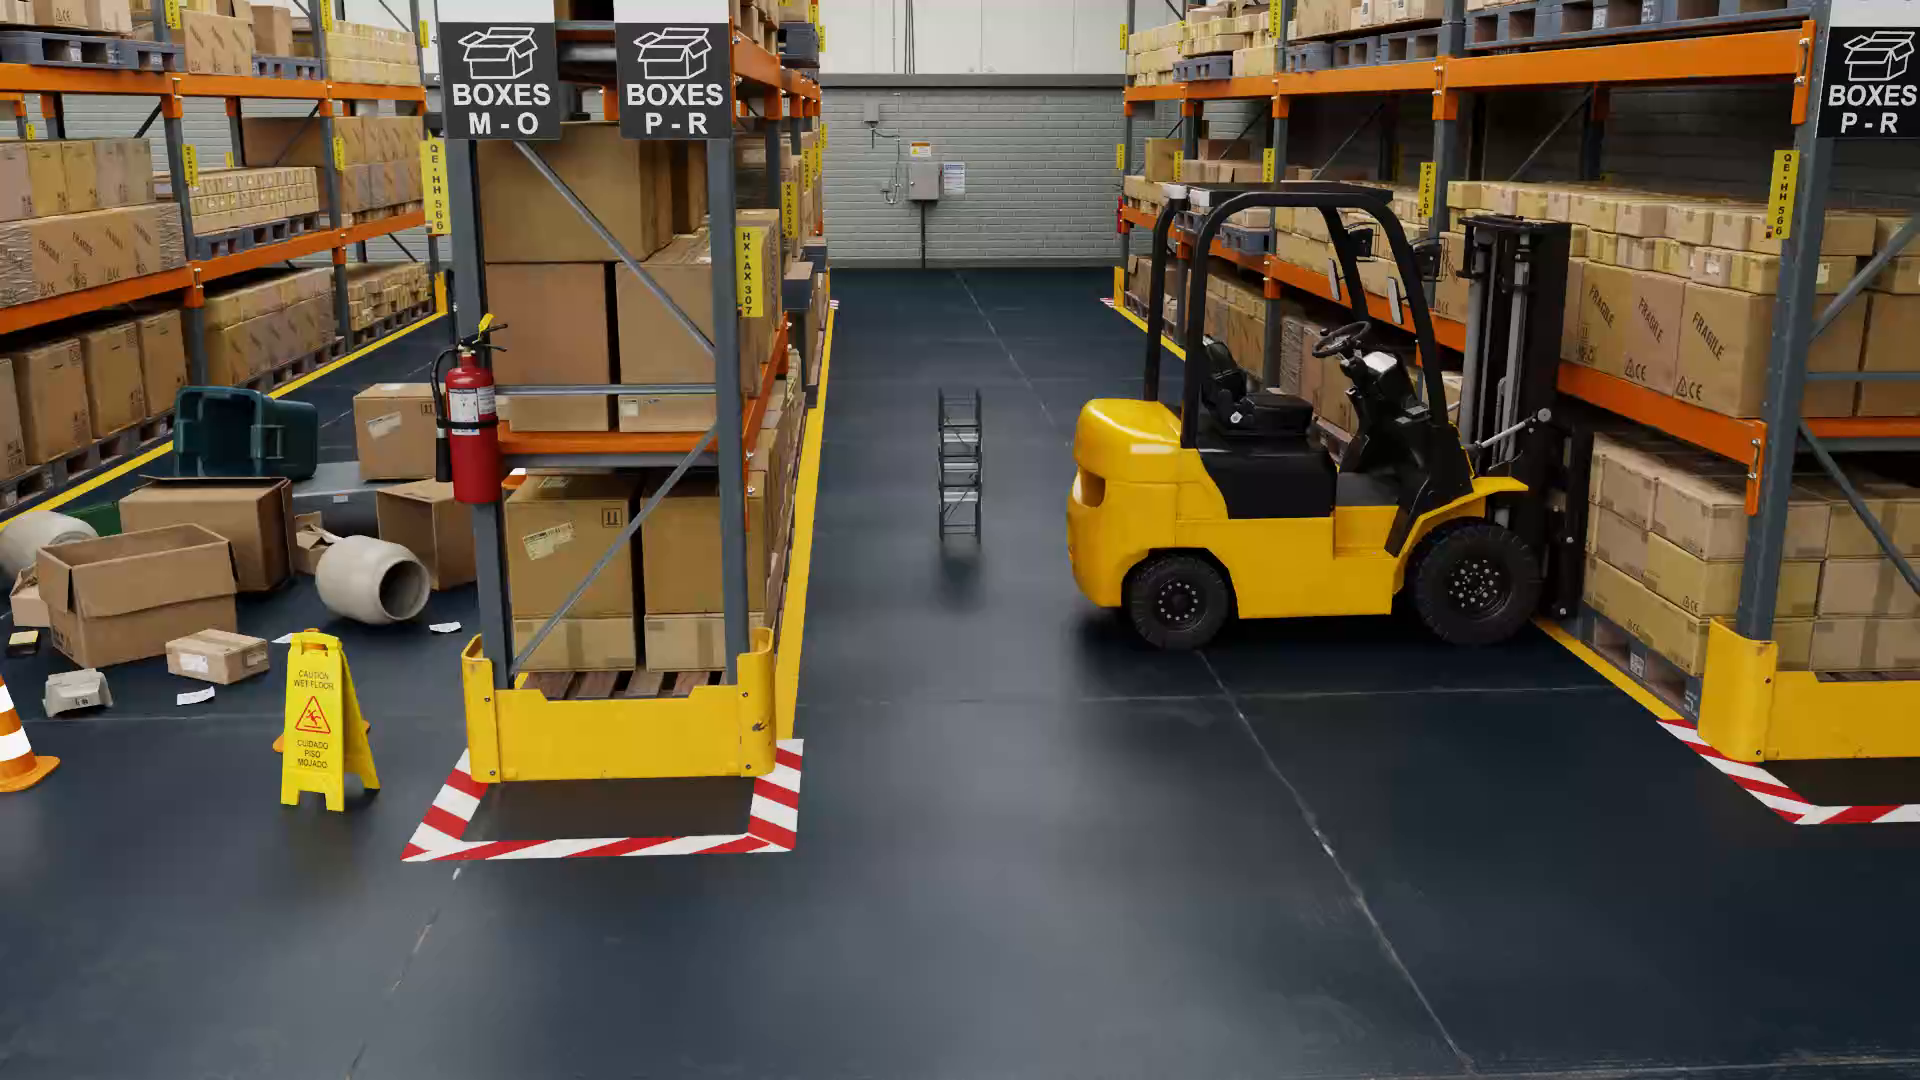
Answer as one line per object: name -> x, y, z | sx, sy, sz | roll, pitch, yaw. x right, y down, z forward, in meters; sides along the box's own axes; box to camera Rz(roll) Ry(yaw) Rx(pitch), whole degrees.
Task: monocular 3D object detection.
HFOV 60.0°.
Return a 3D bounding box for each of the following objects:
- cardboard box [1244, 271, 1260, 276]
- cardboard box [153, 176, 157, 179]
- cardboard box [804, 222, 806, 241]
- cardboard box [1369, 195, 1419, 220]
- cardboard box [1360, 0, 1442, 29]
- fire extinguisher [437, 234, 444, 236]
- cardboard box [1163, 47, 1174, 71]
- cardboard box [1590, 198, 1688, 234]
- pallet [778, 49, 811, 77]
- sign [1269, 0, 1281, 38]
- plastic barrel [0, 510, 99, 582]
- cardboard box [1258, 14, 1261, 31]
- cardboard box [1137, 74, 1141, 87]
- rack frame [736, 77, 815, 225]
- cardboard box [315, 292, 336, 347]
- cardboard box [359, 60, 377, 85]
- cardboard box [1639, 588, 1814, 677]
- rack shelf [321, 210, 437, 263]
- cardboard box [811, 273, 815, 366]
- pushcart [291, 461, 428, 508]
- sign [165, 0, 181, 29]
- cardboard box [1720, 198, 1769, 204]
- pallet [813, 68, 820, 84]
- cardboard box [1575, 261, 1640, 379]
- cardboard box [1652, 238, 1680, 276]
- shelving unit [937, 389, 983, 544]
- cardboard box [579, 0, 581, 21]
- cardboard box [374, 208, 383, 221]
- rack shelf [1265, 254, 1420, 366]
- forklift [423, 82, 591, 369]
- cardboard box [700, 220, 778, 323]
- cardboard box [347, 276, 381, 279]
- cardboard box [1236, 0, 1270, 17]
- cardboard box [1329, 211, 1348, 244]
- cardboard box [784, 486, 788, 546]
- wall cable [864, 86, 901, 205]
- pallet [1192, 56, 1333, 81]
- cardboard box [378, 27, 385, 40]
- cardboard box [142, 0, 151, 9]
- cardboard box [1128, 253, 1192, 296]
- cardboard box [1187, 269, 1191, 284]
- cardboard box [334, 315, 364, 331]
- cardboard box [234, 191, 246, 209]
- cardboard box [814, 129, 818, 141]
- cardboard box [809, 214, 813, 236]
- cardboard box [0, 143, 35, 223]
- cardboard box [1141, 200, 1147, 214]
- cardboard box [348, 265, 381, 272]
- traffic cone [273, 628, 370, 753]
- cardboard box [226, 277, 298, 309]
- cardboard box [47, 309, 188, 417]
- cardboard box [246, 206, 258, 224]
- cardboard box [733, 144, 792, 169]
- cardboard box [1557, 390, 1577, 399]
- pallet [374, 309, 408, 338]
cardboard box -> 3.228, -2.767, 17.633 | 0.380, 0.149, 0.250 | -1, 14, -3
cardboard box -> -7.283, -3.117, 14.590 | 0.380, 0.149, 0.250 | 0, 14, -2
cardboard box -> -1.406, -2.417, 13.060 | 0.380, 0.149, 0.250 | -1, 14, -4
cardboard box -> 3.003, -2.256, 11.272 | 0.380, 0.149, 0.250 | -1, 14, -5
cardboard box -> 3.055, -3.651, 11.314 | 0.500, 0.311, 0.500 | -1, 14, -5
fire extinguisher -> -6.796, -4.280, 21.545 | 0.296, 0.674, 0.183 | -1, 14, -3
cardboard box -> 2.573, -5.382, 18.608 | 0.500, 0.250, 0.500 | -1, 14, -5
cardboard box -> 3.227, -1.537, 7.879 | 0.380, 0.149, 0.250 | -1, 14, -2
pallet -> -1.904, -4.061, 14.148 | 1.213, 0.211, 1.003 | 0, 14, -1
sign -> 2.602, -4.313, 13.712 | 0.100, 0.325, 0.005 | -1, 14, -3
plastic barrel -> -4.896, 0.062, 8.935 | 0.512, 0.421, 0.421 | 10, 18, 35
cardboard box -> 2.875, -4.612, 14.817 | 0.380, 0.149, 0.250 | -1, 14, -4
cardboard box -> 2.389, -5.663, 20.501 | 0.380, 0.149, 0.250 | -1, 14, -2
rack frame -> -2.058, -3.535, 17.746 | 1.000, 3.000, 0.127 | -1, 14, -3
cardboard box -> -6.695, -2.246, 16.910 | 0.500, 0.500, 0.500 | -1, 14, -5
cardboard box -> -6.811, -5.187, 18.448 | 0.500, 0.250, 0.500 | 0, 14, -1
cardboard box -> 3.294, 0.388, 7.174 | 0.500, 0.250, 0.500 | -1, 14, -3
rack shelf -> -7.117, -3.582, 19.374 | 1.077, 0.370, 4.000 | -1, 14, -3
cardboard box -> -1.822, -2.110, 15.627 | 0.875, 0.875, 0.875 | -1, 14, -3
pushcart -> -3.835, -0.228, 10.155 | 1.648, 0.377, 0.936 | -6, 16, -23
sign -> -6.190, -4.187, 13.062 | 0.100, 0.325, 0.005 | -1, 14, -3
cardboard box -> 3.859, -1.546, 7.917 | 0.380, 0.149, 0.250 | -1, 14, -5
pallet -> -2.250, -5.755, 20.533 | 1.003, 0.211, 1.213 | -1, 14, -3
cardboard box -> 3.291, -1.052, 7.893 | 0.500, 0.500, 0.500 | -1, 14, -4
cardboard box -> 3.333, -1.263, 7.413 | 0.380, 0.149, 0.250 | -1, 14, -4
shelving unit -> 0.000, -0.438, 9.922 | 0.258, 0.900, 0.210 | -1, 14, -3
cardboard box -> -1.664, -2.027, 6.371 | 0.380, 0.149, 0.250 | -1, 14, -3
cardboard box -> -6.814, -3.714, 18.946 | 0.380, 0.149, 0.250 | 0, 14, -1
rack shelf -> 3.267, -1.772, 12.337 | 1.077, 0.370, 4.000 | -1, 14, -3
forklift -> -3.371, -2.212, 12.742 | 1.130, 2.935, 3.031 | -1, 14, -3
cardboard box -> -1.212, -1.374, 8.551 | 0.500, 0.500, 0.500 | 0, 14, -2
cardboard box -> -6.903, -2.960, 19.197 | 0.380, 0.149, 0.250 | -1, 15, -6
cardboard box -> 3.032, -5.400, 17.006 | 0.396, 0.266, 0.258 | -1, 14, -3
cardboard box -> 3.028, -2.291, 12.210 | 0.500, 0.250, 0.500 | -1, 14, -3
cardboard box -> -1.215, -0.142, 9.234 | 0.500, 0.250, 0.500 | -1, 14, -5
wall cable -> -1.264, -6.449, 27.031 | 0.588, 1.984, 0.122 | -1, 14, -3
pallet -> 2.933, -4.553, 16.060 | 1.213, 0.211, 1.003 | -1, 14, -3
cardboard box -> -6.879, -5.846, 19.207 | 0.380, 0.149, 0.250 | -1, 14, -2
cardboard box -> -7.130, -4.727, 14.621 | 0.396, 0.266, 0.258 | -1, 14, -3
cardboard box -> 2.591, -3.448, 21.575 | 0.797, 0.503, 0.637 | -1, 15, -6
cardboard box -> 2.652, -2.826, 17.863 | 0.380, 0.149, 0.250 | 0, 14, -1
cardboard box -> -6.695, -2.352, 18.025 | 0.380, 0.149, 0.250 | -2, 15, -6
cardboard box -> -6.644, -3.046, 14.910 | 0.380, 0.149, 0.250 | -1, 14, -3
cardboard box -> -1.920, -4.569, 19.556 | 0.500, 0.500, 0.500 | -1, 14, -4
cardboard box -> -1.749, -3.228, 16.854 | 0.500, 0.250, 0.500 | -1, 14, -4
cardboard box -> -6.599, -2.354, 10.946 | 0.700, 0.500, 0.500 | -1, 14, -3
cardboard box -> 2.424, -4.079, 20.363 | 0.380, 0.149, 0.250 | -1, 14, -5
cardboard box -> -7.410, -3.337, 20.660 | 0.380, 0.149, 0.250 | -1, 14, -2
traffic cone -> -2.629, 0.591, 6.801 | 0.336, 0.463, 0.334 | -1, 14, -3
cardboard box -> -6.629, -2.349, 15.804 | 0.500, 0.250, 0.500 | -2, 15, -6
cardboard box -> -6.797, -1.400, 13.119 | 1.050, 0.750, 0.750 | -1, 14, -4
cardboard box -> -6.655, -2.965, 15.190 | 0.380, 0.149, 0.250 | -1, 14, -3
cardboard box -> -1.239, -2.378, 10.306 | 0.380, 0.149, 0.250 | -1, 14, -4
cardboard box -> 3.661, -0.734, 9.527 | 0.500, 0.250, 0.500 | -1, 14, -4
pallet -> -7.148, -2.554, 19.528 | 1.003, 0.211, 1.213 | -1, 14, -3
